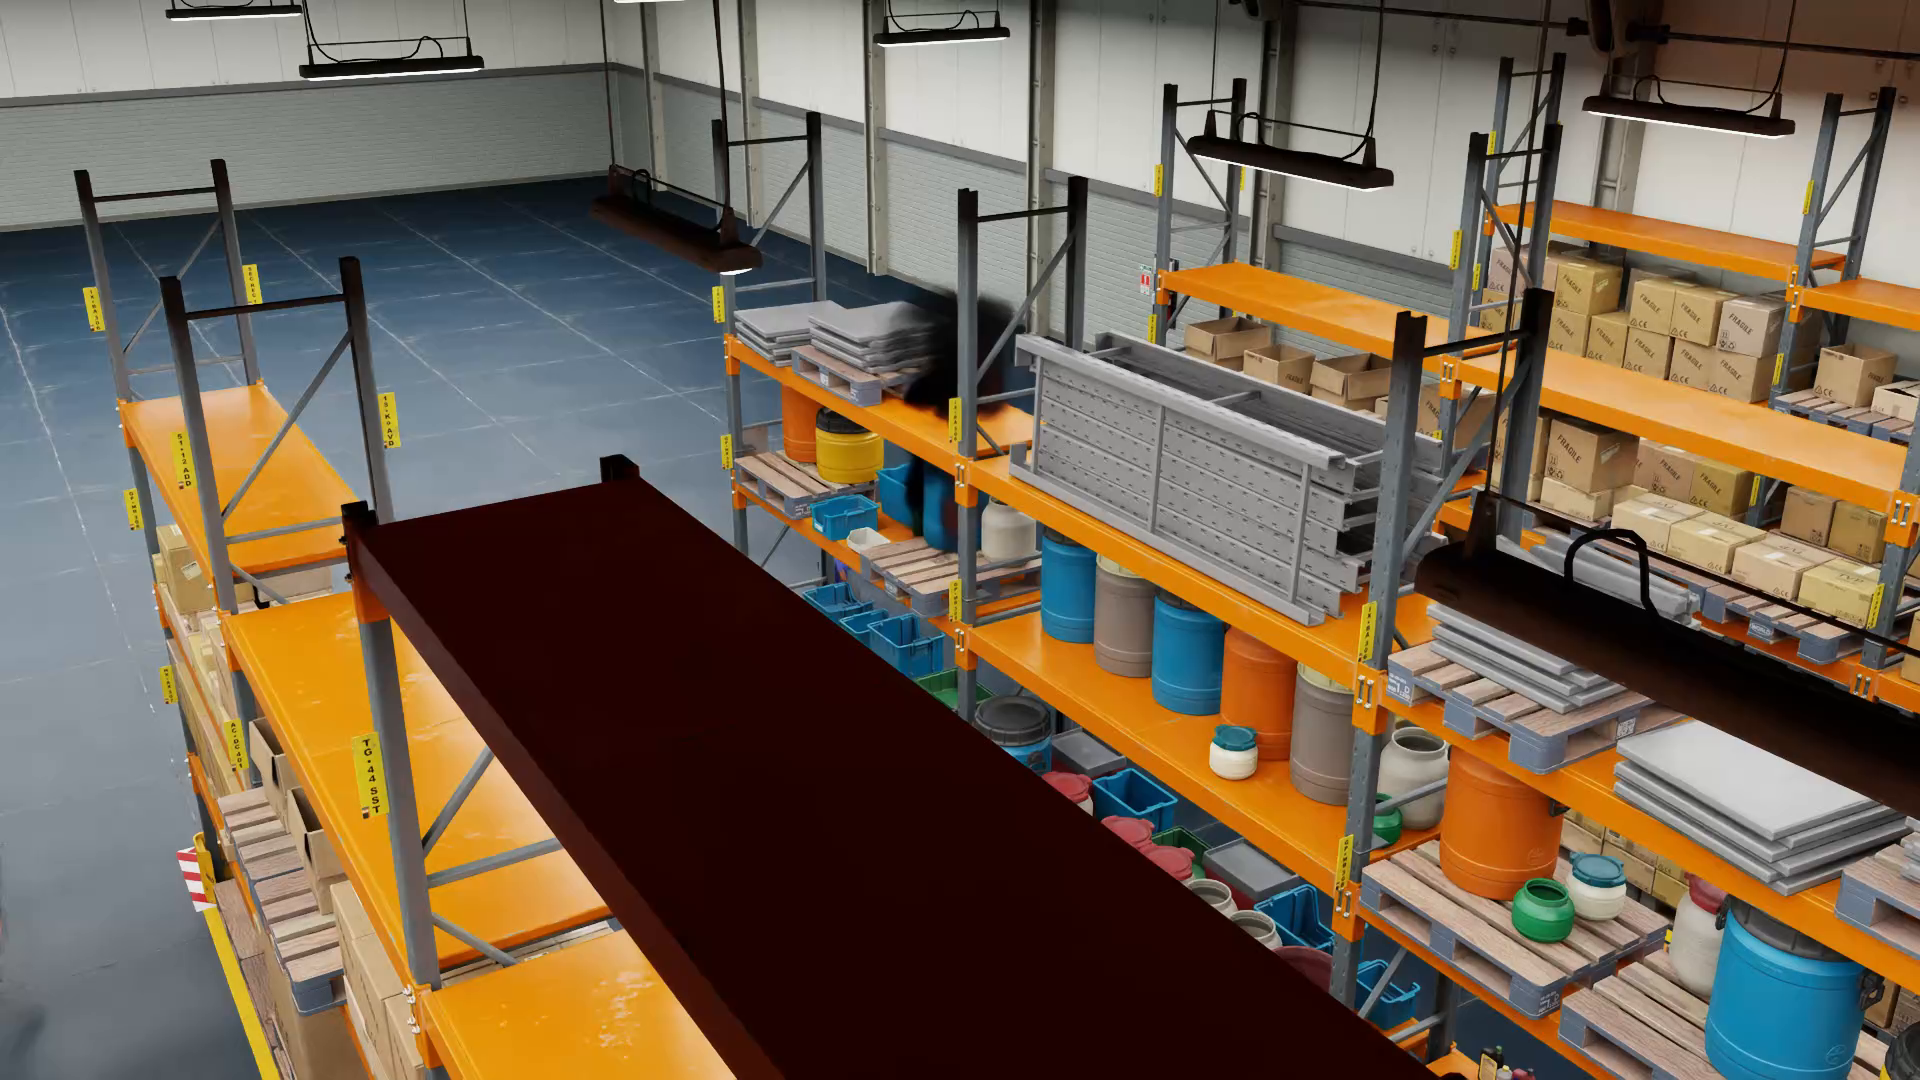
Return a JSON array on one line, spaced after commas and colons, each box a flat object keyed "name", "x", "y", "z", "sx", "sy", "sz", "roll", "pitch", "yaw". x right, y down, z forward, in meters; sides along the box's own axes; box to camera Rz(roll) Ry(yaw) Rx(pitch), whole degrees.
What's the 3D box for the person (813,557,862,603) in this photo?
[{"name": "person", "x": -1.221, "y": 0.642, "z": 17.662, "sx": 0.853, "sy": 1.665, "sz": 0.565, "roll": 9, "pitch": 24, "yaw": 22}]
